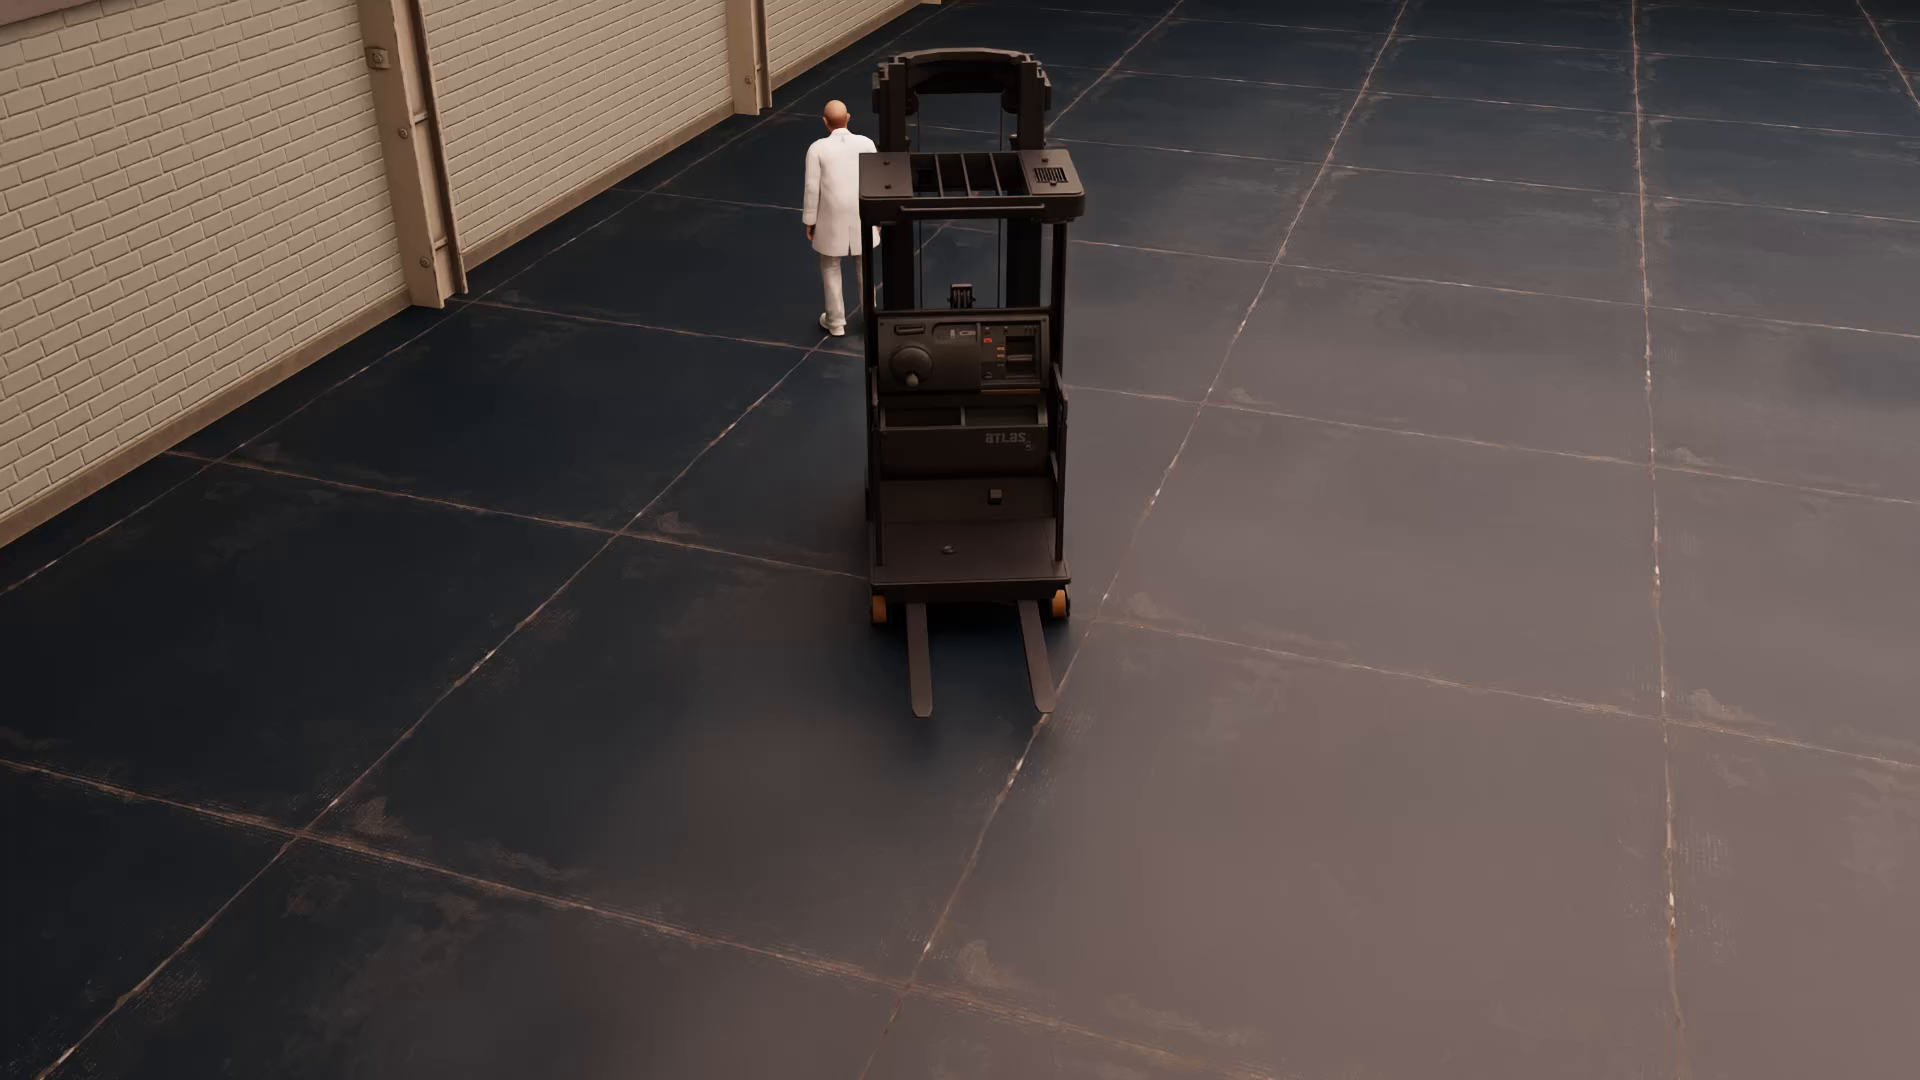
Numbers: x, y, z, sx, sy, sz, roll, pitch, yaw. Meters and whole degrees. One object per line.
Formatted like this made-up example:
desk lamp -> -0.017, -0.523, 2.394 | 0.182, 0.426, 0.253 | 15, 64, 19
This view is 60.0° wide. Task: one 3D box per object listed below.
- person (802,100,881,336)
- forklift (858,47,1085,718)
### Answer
person -> -0.877, -2.424, 12.559 | 0.644, 1.772, 0.436 | -8, 31, -14
forklift -> 0.035, -0.972, 8.842 | 1.130, 2.935, 3.031 | -2, 30, -3
